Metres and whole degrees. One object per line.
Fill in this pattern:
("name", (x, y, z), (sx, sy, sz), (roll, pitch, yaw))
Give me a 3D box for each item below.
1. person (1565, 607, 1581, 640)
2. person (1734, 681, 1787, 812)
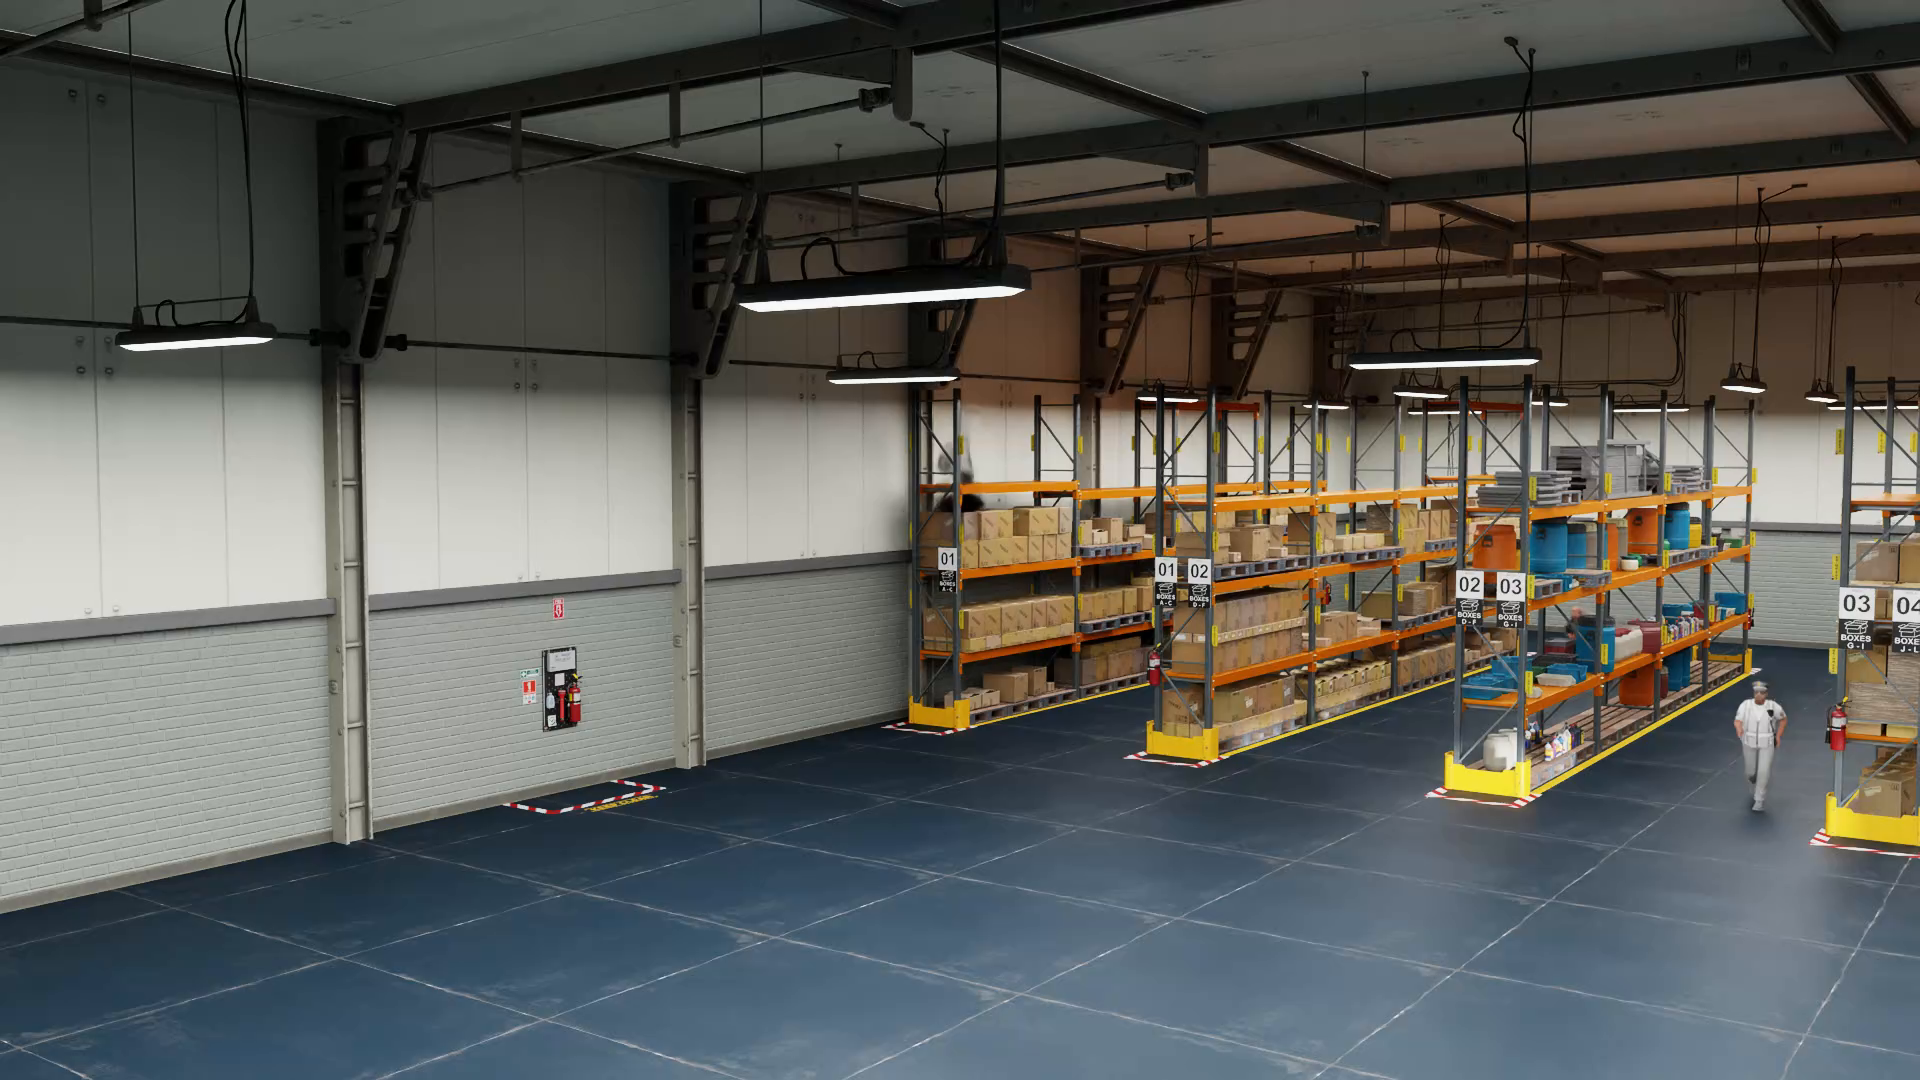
("person", (12.515, 2.240, 33.786), (0.578, 1.789, 0.712), (3, 4, 43))
("person", (11.092, 2.809, 23.054), (0.652, 1.752, 0.889), (2, 4, 31))
